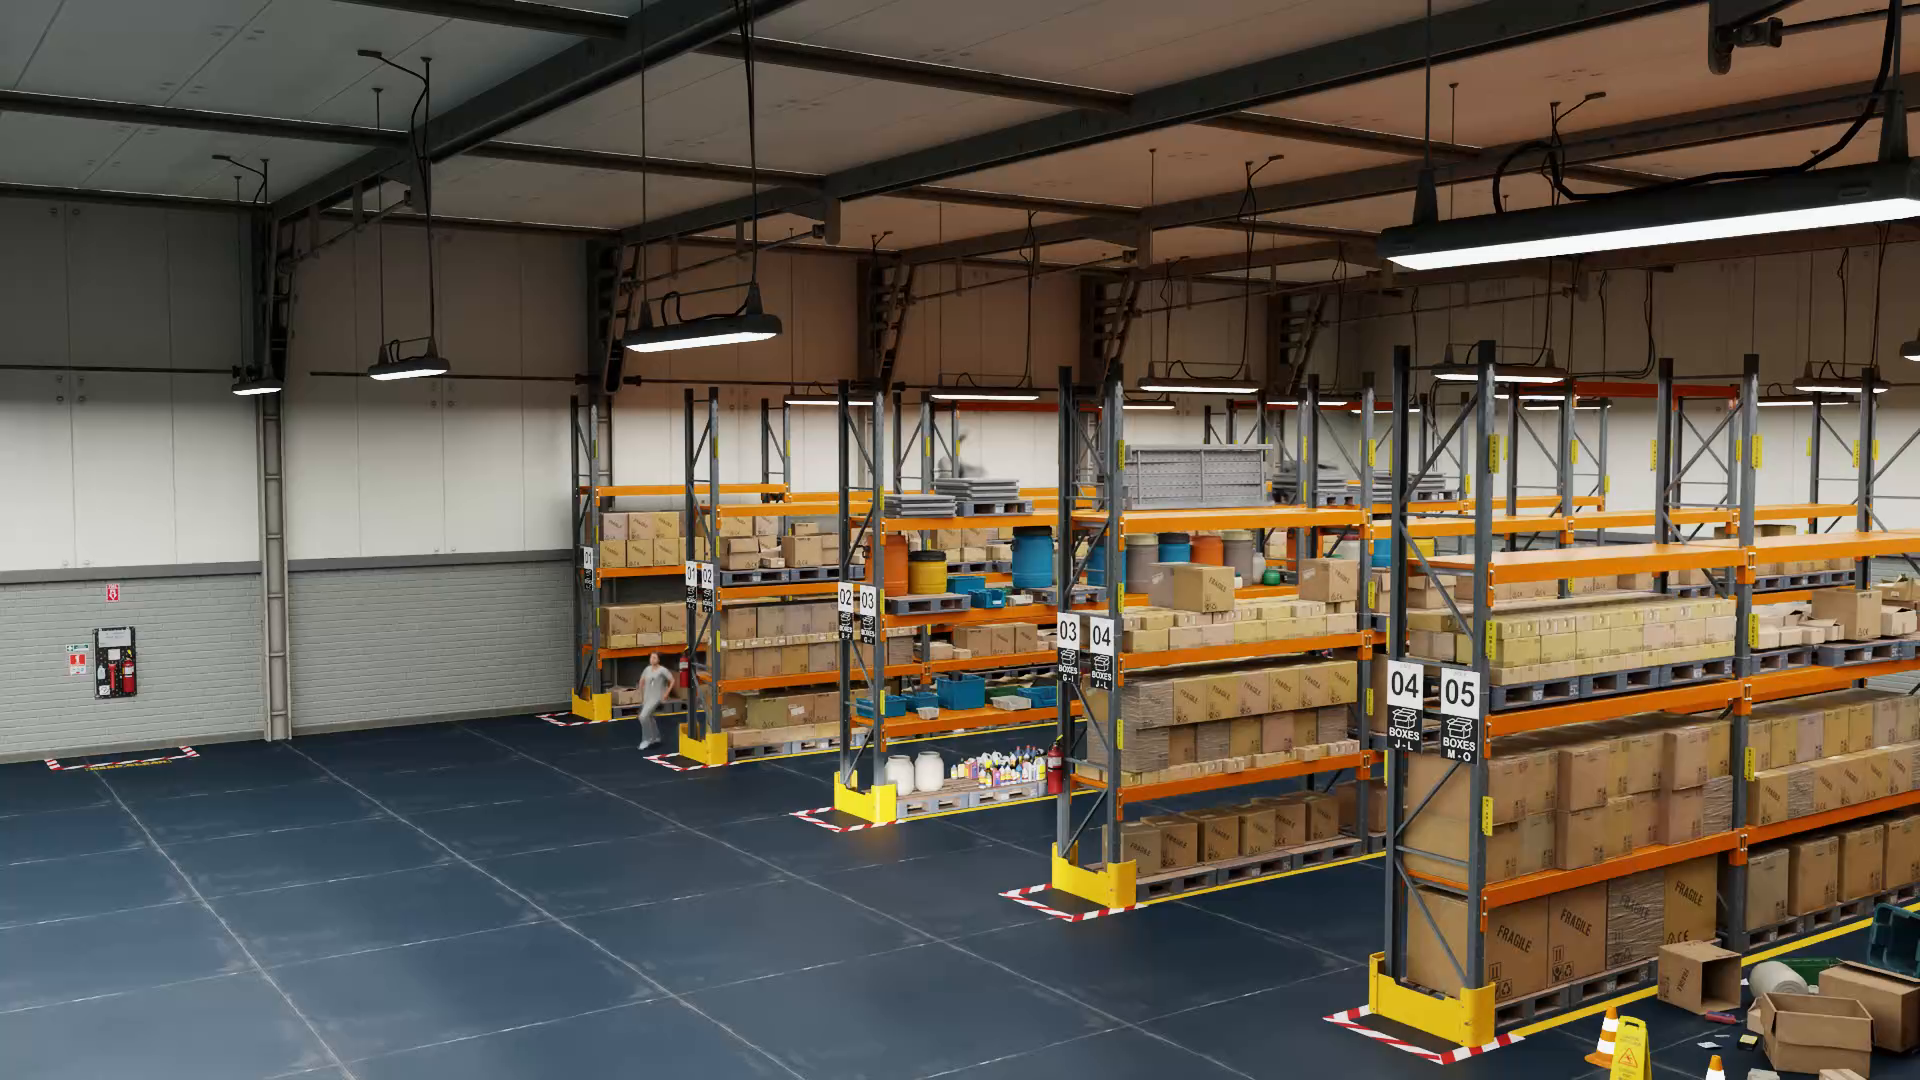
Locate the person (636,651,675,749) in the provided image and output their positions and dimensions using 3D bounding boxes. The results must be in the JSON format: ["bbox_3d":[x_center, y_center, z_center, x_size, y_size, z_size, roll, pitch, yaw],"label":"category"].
[{"bbox_3d":[-5.125,2.660,27.851,0.623,1.613,0.664,2,4,35],"label":"person"}]
